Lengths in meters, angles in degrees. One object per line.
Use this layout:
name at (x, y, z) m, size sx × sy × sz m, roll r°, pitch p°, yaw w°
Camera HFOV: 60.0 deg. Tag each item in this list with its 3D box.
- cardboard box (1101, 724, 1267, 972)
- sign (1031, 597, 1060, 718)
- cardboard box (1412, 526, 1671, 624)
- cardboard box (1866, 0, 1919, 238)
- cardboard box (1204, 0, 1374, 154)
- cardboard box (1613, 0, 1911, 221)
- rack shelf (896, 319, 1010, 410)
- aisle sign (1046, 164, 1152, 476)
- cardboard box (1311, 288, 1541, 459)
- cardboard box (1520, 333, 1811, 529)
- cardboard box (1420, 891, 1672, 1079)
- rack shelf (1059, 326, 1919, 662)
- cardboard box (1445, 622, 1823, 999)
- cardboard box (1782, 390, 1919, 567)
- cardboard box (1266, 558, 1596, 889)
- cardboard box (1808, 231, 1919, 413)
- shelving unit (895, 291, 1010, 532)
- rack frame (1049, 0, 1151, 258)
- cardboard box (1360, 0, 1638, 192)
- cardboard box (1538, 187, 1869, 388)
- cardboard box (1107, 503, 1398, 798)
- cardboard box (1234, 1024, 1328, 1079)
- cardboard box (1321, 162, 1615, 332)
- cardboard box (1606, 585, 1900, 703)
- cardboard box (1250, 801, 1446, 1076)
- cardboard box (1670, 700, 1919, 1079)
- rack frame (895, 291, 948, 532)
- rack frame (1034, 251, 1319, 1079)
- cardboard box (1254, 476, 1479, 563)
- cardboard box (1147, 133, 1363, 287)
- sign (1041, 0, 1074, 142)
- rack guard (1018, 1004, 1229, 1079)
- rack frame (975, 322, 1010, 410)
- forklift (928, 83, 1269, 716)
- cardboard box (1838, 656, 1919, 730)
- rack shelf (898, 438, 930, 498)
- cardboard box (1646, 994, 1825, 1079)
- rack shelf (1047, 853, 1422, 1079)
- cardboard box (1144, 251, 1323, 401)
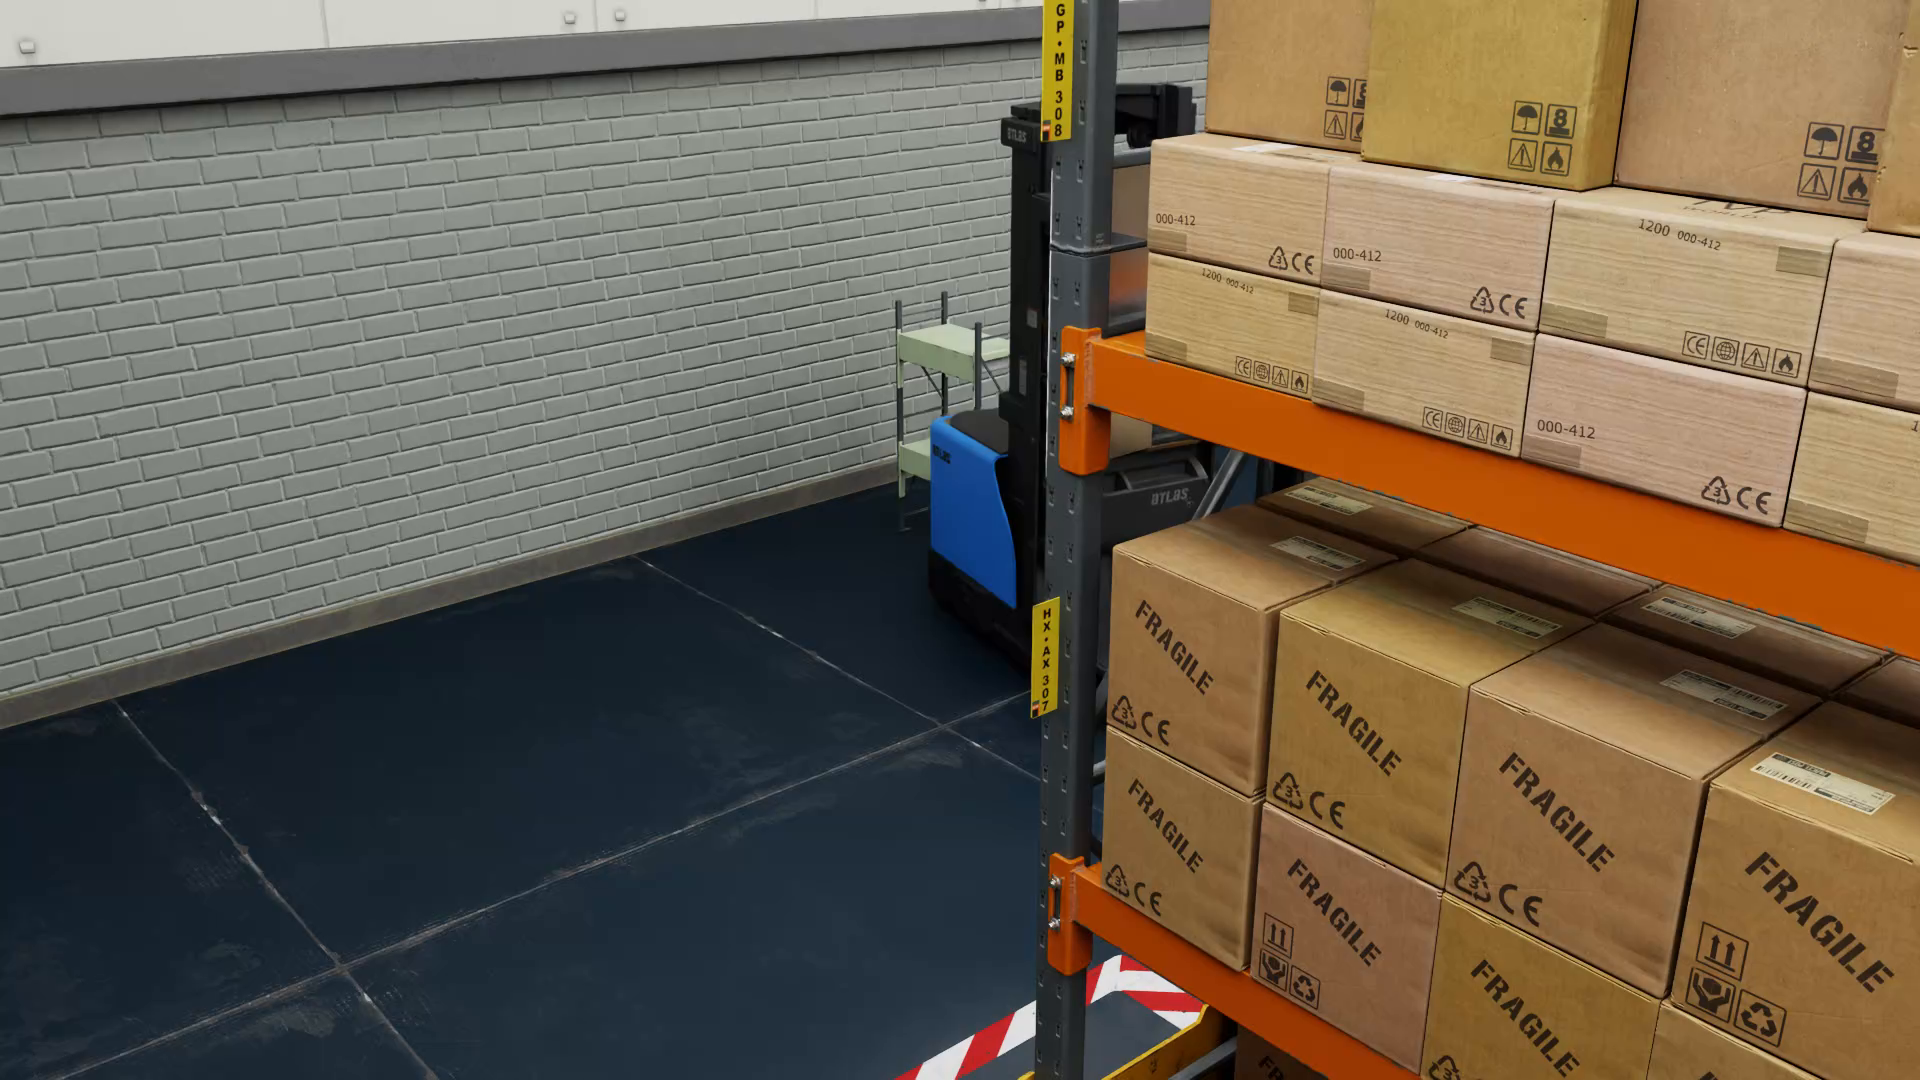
cardboard box at (0.728, 0.724, 4.386) m, size 0.500 × 0.500 × 0.500 m, roll -17°, pitch 27°, yaw -36°
sign at (0.227, 0.311, 4.389) m, size 0.100 × 0.325 × 0.005 m, roll -17°, pitch 27°, yaw -37°
cardboard box at (1.468, 0.270, 4.174) m, size 0.500 × 0.500 × 0.500 m, roll -17°, pitch 27°, yaw -36°
cardboard box at (1.912, -0.754, 2.676) m, size 0.700 × 0.500 × 0.500 m, roll -17°, pitch 27°, yaw -37°
cardboard box at (0.986, -1.186, 3.777) m, size 0.700 × 0.500 × 0.500 m, roll -17°, pitch 27°, yaw -37°
cardboard box at (1.656, -0.915, 3.085) m, size 0.700 × 0.500 × 0.500 m, roll -17°, pitch 27°, yaw -37°
rack shelf at (0.004, -1.060, 10.063) m, size 0.431 × 0.370 × 0.720 m, roll -17°, pitch 27°, yaw -37°
aisle sign at (0.371, -0.574, 4.273) m, size 0.394 × 0.787 × 0.004 m, roll -17°, pitch 27°, yaw -37°
cardboard box at (1.098, -0.398, 3.480) m, size 0.500 × 0.250 × 0.500 m, roll -17°, pitch 27°, yaw -37°
cardboard box at (1.425, -0.260, 3.128) m, size 0.500 × 0.250 × 0.500 m, roll -17°, pitch 27°, yaw -37°
cardboard box at (1.395, 1.005, 3.669) m, size 0.500 × 0.500 × 0.500 m, roll -18°, pitch 27°, yaw -38°
rack shelf at (1.944, 0.076, 3.050) m, size 1.077 × 0.370 × 4.000 m, roll -17°, pitch 27°, yaw -37°
cardboard box at (1.398, 0.540, 3.483) m, size 0.500 × 0.500 × 0.500 m, roll -17°, pitch 27°, yaw -37°
cardboard box at (1.757, -0.124, 2.779) m, size 0.500 × 0.250 × 0.500 m, roll -17°, pitch 27°, yaw -37°
cardboard box at (1.075, 0.401, 3.839) m, size 0.500 × 0.500 × 0.500 m, roll -17°, pitch 27°, yaw -37°
cardboard box at (1.752, -0.355, 2.685) m, size 0.500 × 0.250 × 0.500 m, roll -17°, pitch 27°, yaw -37°
shelving unit at (0.004, -0.696, 10.206) m, size 0.431 × 1.500 × 0.755 m, roll -17°, pitch 27°, yaw -37°
rack frame at (0.638, -2.208, 3.783) m, size 1.000 × 3.000 × 0.127 m, roll -17°, pitch 27°, yaw -37°
cardboard box at (1.248, -1.027, 3.373) m, size 0.700 × 0.500 × 0.500 m, roll -17°, pitch 27°, yaw -37°
cardboard box at (1.429, -0.494, 3.040) m, size 0.500 × 0.250 × 0.500 m, roll -17°, pitch 27°, yaw -37°
cardboard box at (0.728, 0.258, 4.203) m, size 0.500 × 0.500 × 0.500 m, roll -16°, pitch 27°, yaw -36°
cardboard box at (1.180, 1.636, 5.019) m, size 0.500 × 0.500 × 0.500 m, roll -17°, pitch 27°, yaw -37°
cardboard box at (1.098, -0.631, 3.389) m, size 0.500 × 0.250 × 0.500 m, roll -17°, pitch 27°, yaw -37°
cardboard box at (1.810, 0.412, 3.811) m, size 0.500 × 0.500 × 0.500 m, roll -17°, pitch 27°, yaw -36°
cardboard box at (1.069, 0.865, 4.025) m, size 0.500 × 0.500 × 0.500 m, roll -18°, pitch 28°, yaw -38°
cardboard box at (1.730, 0.681, 3.125) m, size 0.500 × 0.500 × 0.500 m, roll -18°, pitch 28°, yaw -38°
rack frame at (-0.235, -0.798, 10.464) m, size 0.400 × 1.500 × 0.023 m, roll -17°, pitch 27°, yaw -37°
rack frame at (0.638, 0.585, 4.877) m, size 1.000 × 3.000 × 0.127 m, roll -17°, pitch 27°, yaw -37°
cardboard box at (1.137, 0.131, 4.530) m, size 0.500 × 0.500 × 0.500 m, roll -18°, pitch 28°, yaw -38°
cardboard box at (0.777, -0.771, 3.746) m, size 0.500 × 0.250 × 0.500 m, roll -17°, pitch 27°, yaw -37°
sign at (0.227, -1.089, 3.841) m, size 0.100 × 0.325 × 0.005 m, roll -17°, pitch 27°, yaw -37°
rack guard at (0.688, 1.770, 5.279) m, size 1.175 × 0.500 × 0.348 m, roll -17°, pitch 27°, yaw -37°
rack frame at (0.243, -0.595, 9.948) m, size 0.400 × 1.500 × 0.023 m, roll -17°, pitch 27°, yaw -37°
forklift at (0.944, -0.655, 8.136) m, size 1.130 × 2.935 × 3.031 m, roll -11°, pitch 24°, yaw -25°
cardboard box at (2.145, 0.554, 3.449) m, size 0.500 × 0.500 × 0.500 m, roll -16°, pitch 27°, yaw -36°
rack shelf at (0.004, -0.393, 10.325) m, size 0.431 × 0.370 × 0.720 m, roll -17°, pitch 27°, yaw -37°
cardboard box at (1.720, 1.143, 3.315) m, size 0.500 × 0.500 × 0.500 m, roll -17°, pitch 27°, yaw -37°
rack shelf at (1.944, 1.473, 3.597) m, size 1.077 × 0.370 × 4.000 m, roll -17°, pitch 27°, yaw -37°
cardboard box at (0.781, -0.539, 3.840) m, size 0.500 × 0.250 × 0.500 m, roll -17°, pitch 27°, yaw -37°
